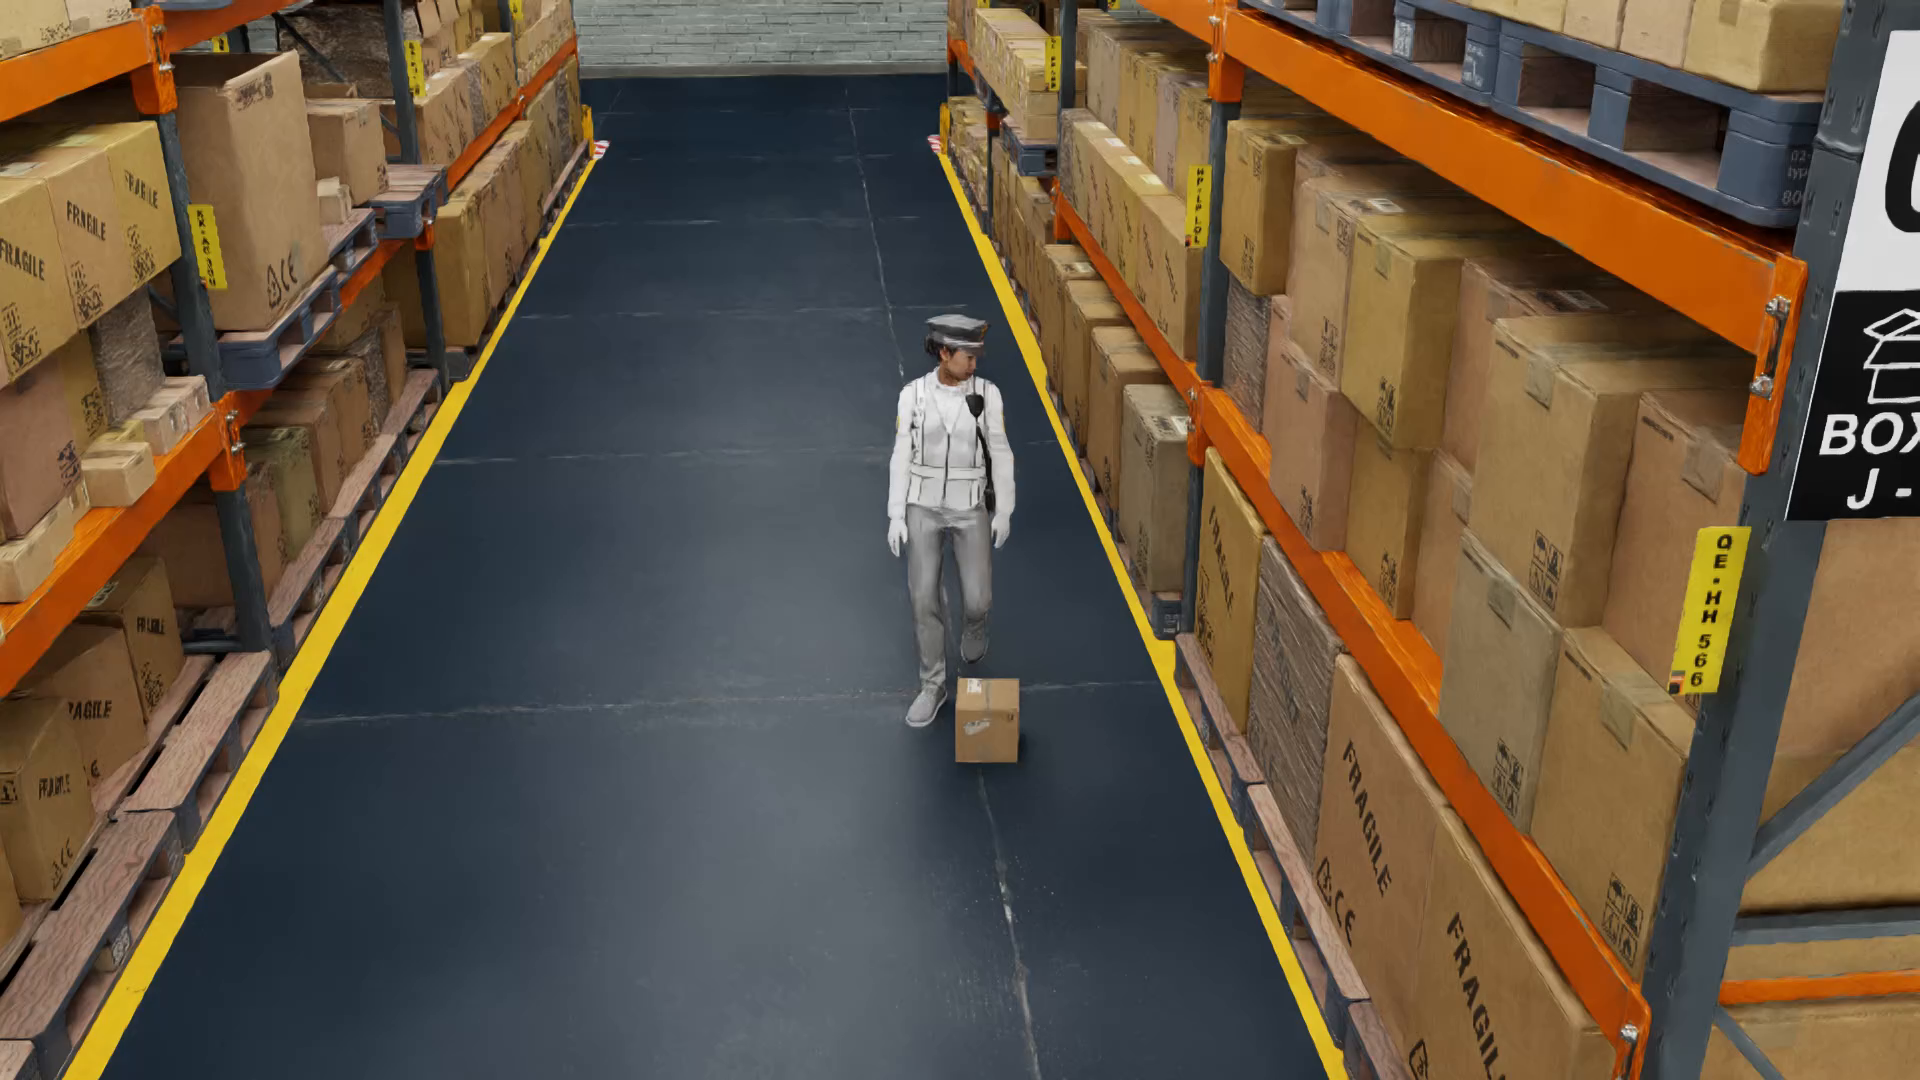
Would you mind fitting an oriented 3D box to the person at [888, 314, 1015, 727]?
[{"bbox_3d":[-0.039,-0.085,6.857,0.515,1.626,0.654,3,24,6],"label":"person"}]
